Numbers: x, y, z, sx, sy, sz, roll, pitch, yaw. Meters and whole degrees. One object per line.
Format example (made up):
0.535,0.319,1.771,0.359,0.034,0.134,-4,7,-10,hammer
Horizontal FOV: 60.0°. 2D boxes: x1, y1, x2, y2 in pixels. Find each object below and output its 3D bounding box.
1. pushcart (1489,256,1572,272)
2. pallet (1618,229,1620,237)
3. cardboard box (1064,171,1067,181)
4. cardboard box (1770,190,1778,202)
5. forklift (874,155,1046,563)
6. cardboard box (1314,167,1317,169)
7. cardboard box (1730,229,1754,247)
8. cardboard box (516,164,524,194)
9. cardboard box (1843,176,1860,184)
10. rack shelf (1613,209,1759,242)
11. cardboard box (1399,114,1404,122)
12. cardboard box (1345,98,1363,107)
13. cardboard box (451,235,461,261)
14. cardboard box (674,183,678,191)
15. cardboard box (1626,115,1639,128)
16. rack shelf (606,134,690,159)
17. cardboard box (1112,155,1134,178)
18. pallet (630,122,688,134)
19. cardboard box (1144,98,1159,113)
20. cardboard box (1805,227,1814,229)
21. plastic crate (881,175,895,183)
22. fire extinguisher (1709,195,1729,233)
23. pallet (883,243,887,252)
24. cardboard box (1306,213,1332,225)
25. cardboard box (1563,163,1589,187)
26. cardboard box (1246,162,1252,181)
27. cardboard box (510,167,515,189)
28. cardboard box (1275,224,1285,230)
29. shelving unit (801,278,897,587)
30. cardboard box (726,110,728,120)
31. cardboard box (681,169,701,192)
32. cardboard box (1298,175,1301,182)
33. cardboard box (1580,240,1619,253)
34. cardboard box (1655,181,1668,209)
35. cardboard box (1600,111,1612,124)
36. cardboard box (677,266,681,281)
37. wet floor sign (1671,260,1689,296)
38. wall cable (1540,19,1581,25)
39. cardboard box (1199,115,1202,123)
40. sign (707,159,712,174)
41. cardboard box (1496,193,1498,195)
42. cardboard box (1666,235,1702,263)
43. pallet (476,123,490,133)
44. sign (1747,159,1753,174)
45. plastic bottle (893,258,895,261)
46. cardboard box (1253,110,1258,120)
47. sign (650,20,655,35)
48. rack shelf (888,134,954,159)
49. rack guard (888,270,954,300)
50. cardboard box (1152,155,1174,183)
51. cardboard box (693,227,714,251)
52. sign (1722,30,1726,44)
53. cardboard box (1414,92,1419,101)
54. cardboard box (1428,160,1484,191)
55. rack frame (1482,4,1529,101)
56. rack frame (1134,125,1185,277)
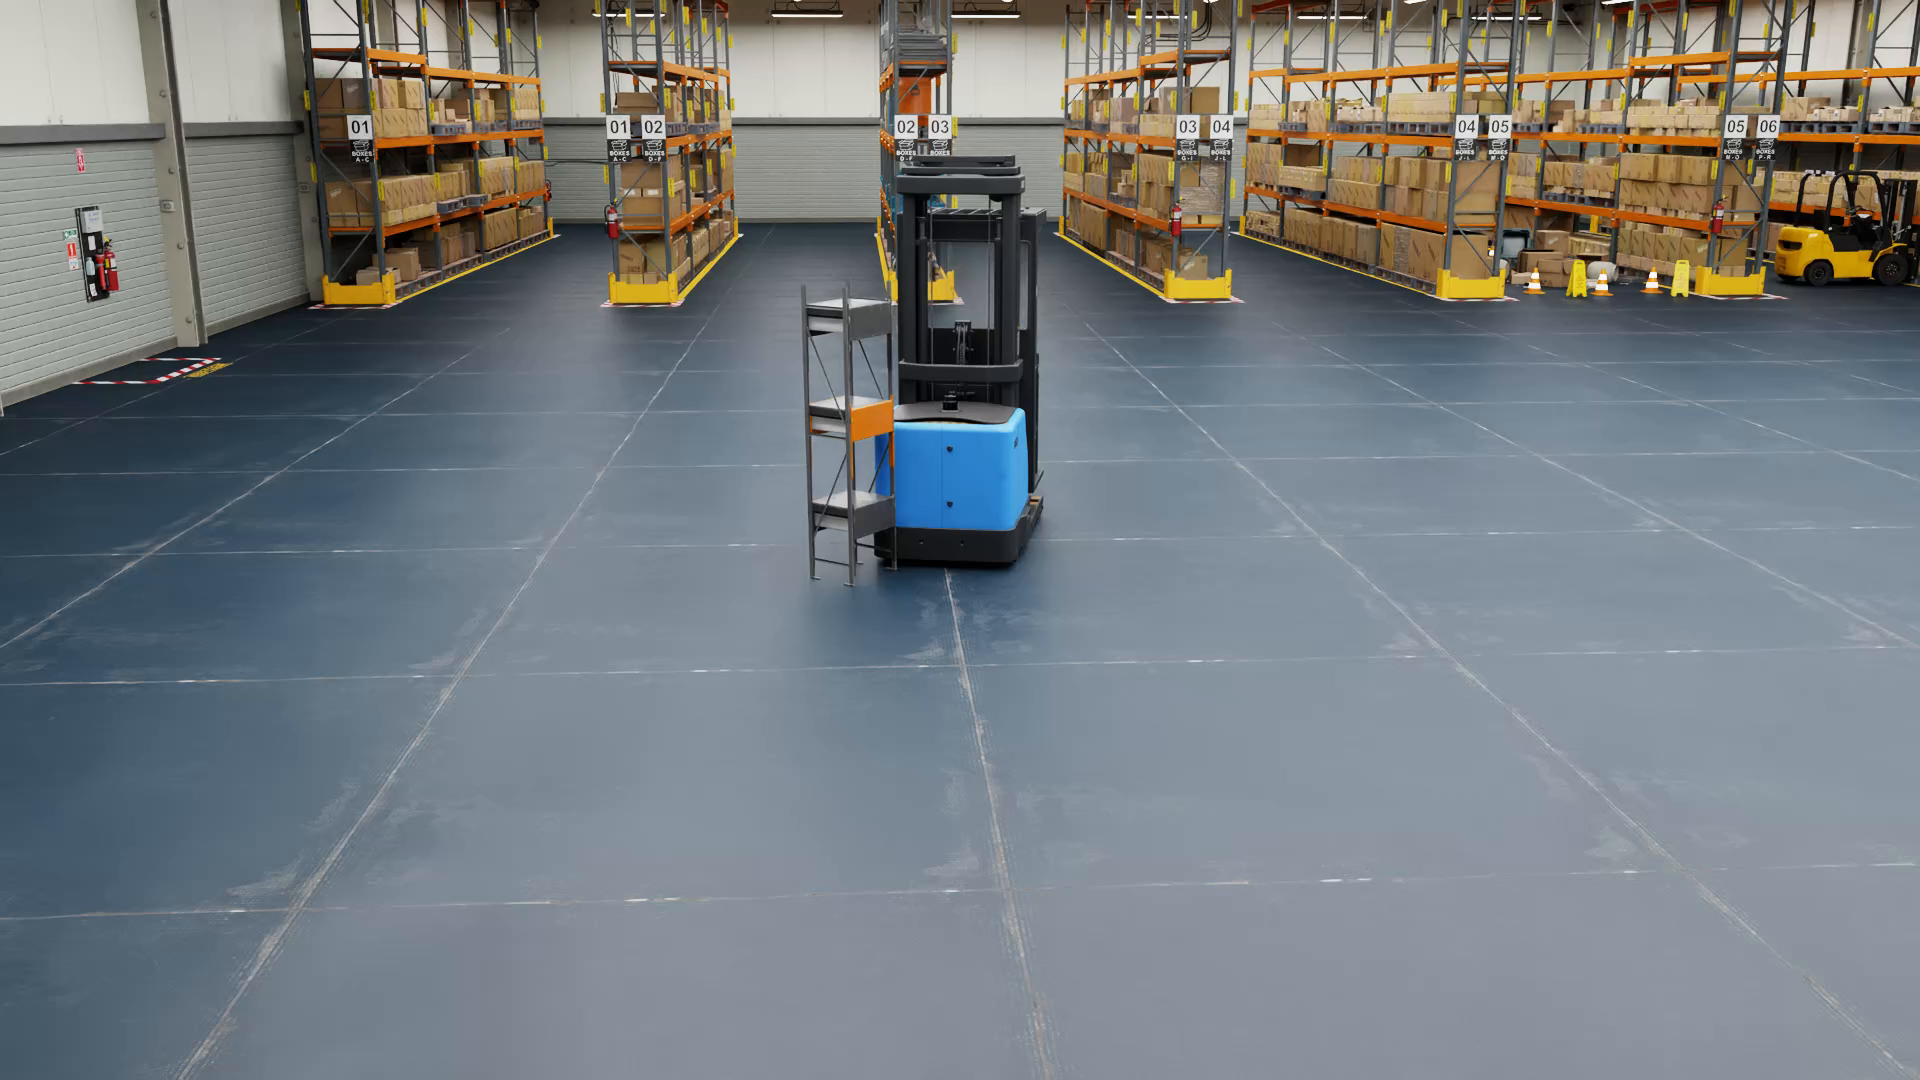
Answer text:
11.670,-5.657,34.254,1.648,0.377,0.936,-6,16,-23,pushcart
18.280,-8.166,44.340,1.003,0.211,1.213,-1,14,-3,pallet
3.068,-9.753,44.618,0.500,0.250,0.500,-1,14,-5,cardboard box
18.458,-7.735,37.369,0.500,0.250,0.500,-1,14,-5,cardboard box
0.094,-1.574,13.261,1.130,2.935,3.031,2,15,8,forklift
8.780,-8.939,40.216,0.380,0.149,0.250,-1,14,-4,cardboard box
18.408,-7.141,38.935,0.500,0.500,0.500,0,14,-2,cardboard box
-11.293,-8.862,40.847,0.980,0.700,0.700,-1,14,-3,cardboard box
18.654,-7.496,34.637,0.380,0.149,0.250,0,14,-2,cardboard box
14.066,-6.128,32.269,1.077,0.370,4.000,-1,14,-3,rack shelf
8.739,-8.171,32.204,0.380,0.149,0.250,-1,14,-4,cardboard box
8.978,-9.972,38.008,0.396,0.266,0.258,-1,14,-3,cardboard box
-10.956,-6.158,35.073,0.700,0.500,0.500,-1,14,-4,cardboard box
-5.528,-6.652,31.356,0.380,0.149,0.250,0,14,-2,cardboard box
13.696,-8.385,33.278,0.500,0.250,0.500,-1,14,-5,cardboard box
-5.712,-7.276,30.710,1.077,0.370,4.000,-1,14,-3,rack shelf
3.775,-8.532,37.954,0.797,0.503,0.637,0,14,-2,cardboard box
-5.757,-7.867,31.741,1.003,0.211,1.213,-1,14,-3,pallet
4.121,-8.646,33.539,0.797,0.503,0.637,-2,15,-6,cardboard box
18.812,-6.428,35.911,0.875,0.625,0.625,-1,14,-4,cardboard box
-1.757,-8.866,41.379,0.392,0.384,0.575,-1,14,-3,plastic crate
13.737,-5.906,30.117,0.296,0.674,0.183,-1,14,-3,fire extinguisher
-1.303,-6.887,39.370,1.003,0.211,1.213,-1,14,-3,pallet
8.414,-7.515,38.882,0.500,0.250,0.500,-1,14,-3,cardboard box
13.570,-7.988,36.412,0.500,0.500,0.500,-1,14,-2,cardboard box
8.017,-9.934,44.817,0.500,0.500,0.500,0,14,-1,cardboard box
-10.995,-8.673,39.876,0.500,0.500,0.500,-1,14,-4,cardboard box
8.176,-7.902,42.002,0.380,0.149,0.250,-1,14,-2,cardboard box
-0.778,-0.766,11.777,0.431,2.100,0.503,10,18,34,shelving unit
-6.235,-10.903,42.661,0.500,0.250,0.500,-1,14,-3,cardboard box
-6.235,-8.071,37.330,0.700,0.500,0.500,-6,16,-22,cardboard box
8.193,-8.530,39.223,0.380,0.149,0.250,-1,14,-2,cardboard box
13.859,-6.214,35.589,0.950,0.372,0.625,0,14,0,cardboard box
13.815,-6.678,32.164,0.500,0.500,0.500,-1,14,-3,cardboard box
13.735,-8.827,34.750,0.500,0.250,0.500,-1,14,-3,cardboard box
-5.465,-4.932,30.849,0.500,0.250,0.500,-1,14,-3,cardboard box
13.134,-4.775,30.291,0.267,0.644,0.232,4,15,16,wet floor sign
19.081,-17.058,50.105,2.988,3.039,0.133,-1,14,-3,wall cable
4.455,-7.598,30.020,0.380,0.149,0.250,-1,14,-4,cardboard box
-5.530,-8.234,36.685,0.100,0.325,0.005,-1,14,-3,sign
13.260,-8.521,40.426,0.500,0.250,0.500,-1,14,-4,cardboard box
13.845,-5.539,31.706,0.500,0.500,0.500,0,14,-1,cardboard box
-11.121,-9.107,36.761,1.213,0.211,1.003,0,14,-1,pallet
18.107,-8.558,38.104,0.100,0.325,0.005,-1,14,-3,sign
-1.276,-5.346,32.354,0.061,0.283,0.133,0,14,-1,plastic bottle
8.066,-11.236,43.955,0.500,0.250,0.500,-1,14,-4,cardboard box
-6.625,-11.049,35.877,0.100,0.325,0.005,-1,14,-3,sign
-0.768,-7.352,31.003,1.077,0.370,4.000,-1,14,-3,rack shelf
-0.696,-4.557,29.736,1.175,0.500,0.348,-1,14,-3,rack guard
3.931,-7.009,31.444,0.500,0.500,0.500,-1,14,-3,cardboard box
-5.827,-6.784,37.507,0.500,0.500,0.500,0,14,-1,cardboard box
18.954,-12.486,41.302,0.100,0.325,0.005,-1,14,-3,sign
8.786,-8.367,31.368,0.380,0.149,0.250,-1,14,-4,cardboard box
9.146,-6.702,30.585,0.875,0.550,0.550,-1,14,-3,cardboard box
13.447,-11.869,41.097,1.000,3.000,0.127,-1,14,-3,rack frame
4.051,-6.821,33.518,1.000,3.000,0.127,-1,14,-3,rack frame
